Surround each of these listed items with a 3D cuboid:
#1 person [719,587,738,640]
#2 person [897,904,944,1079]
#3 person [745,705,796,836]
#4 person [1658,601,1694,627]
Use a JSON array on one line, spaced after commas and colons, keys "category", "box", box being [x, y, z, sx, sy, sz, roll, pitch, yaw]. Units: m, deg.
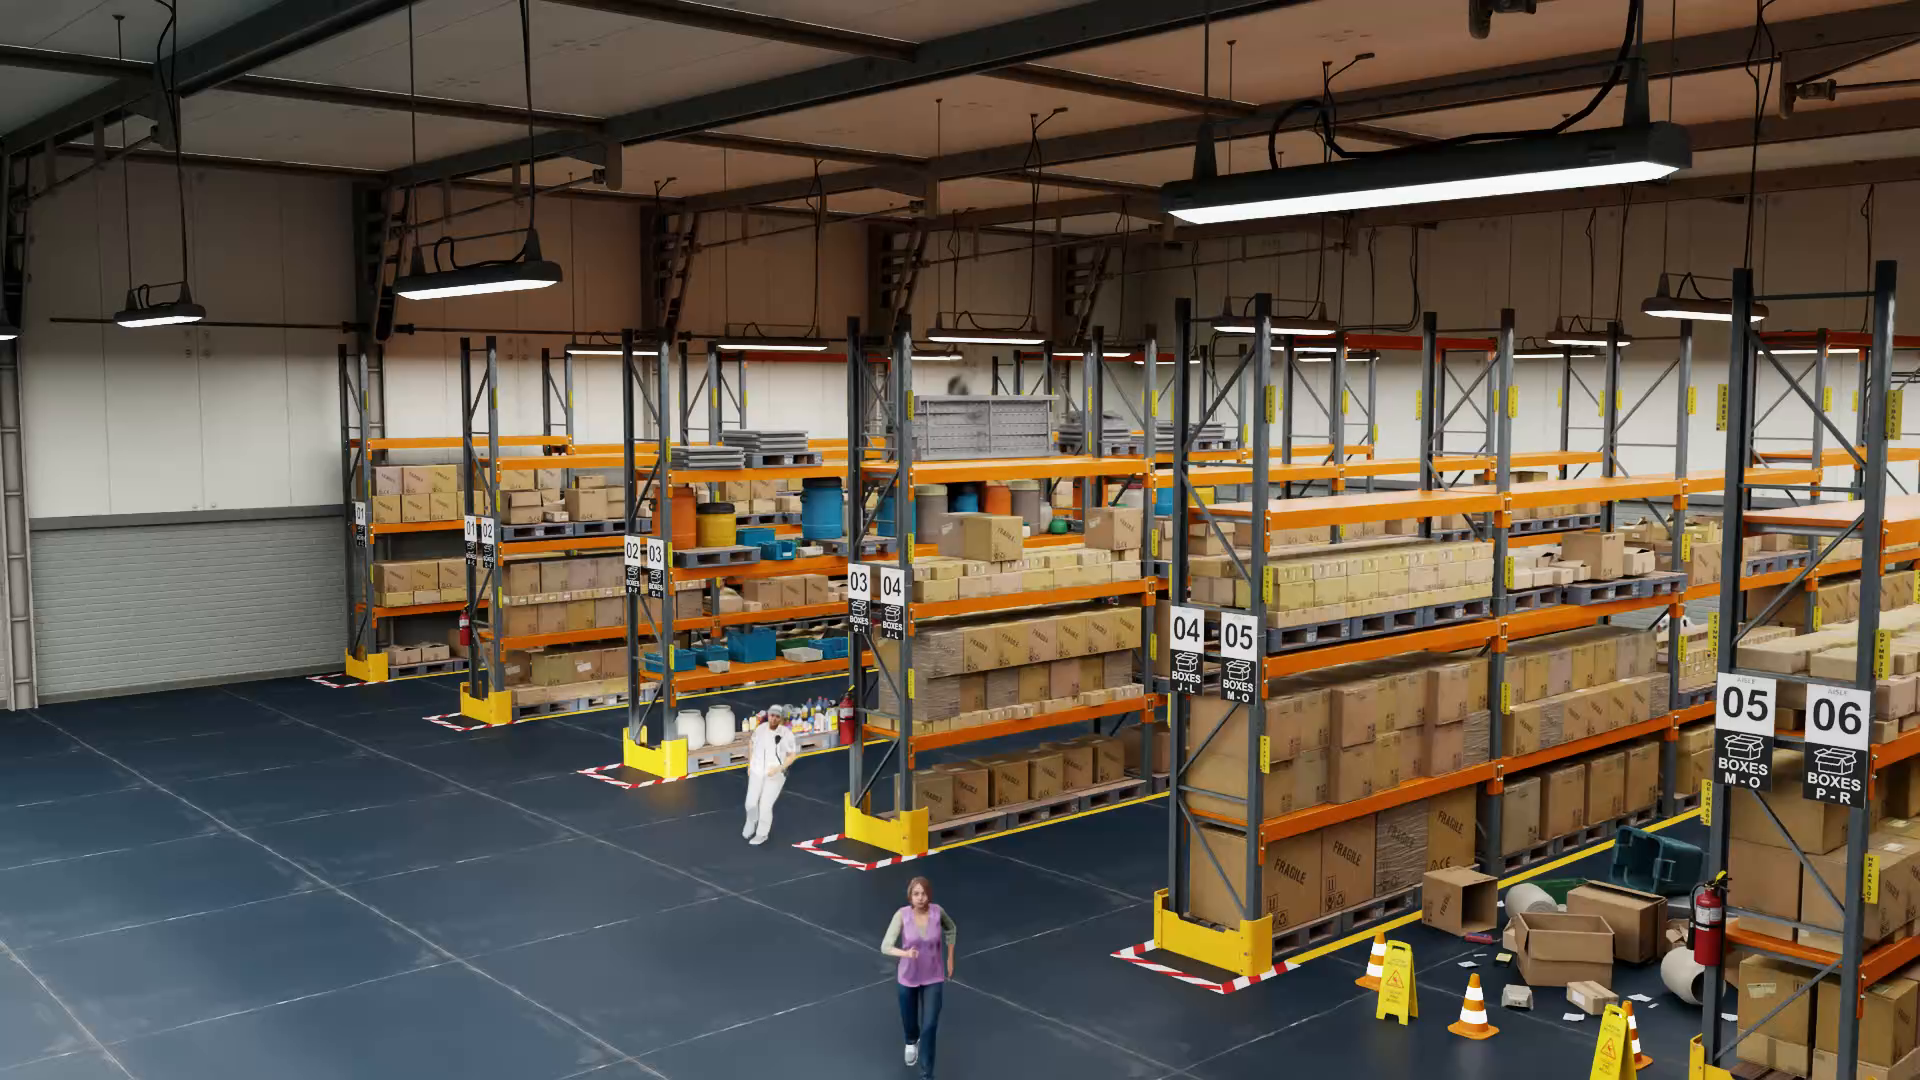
[{"category": "person", "box": [-4.546, 1.560, 31.816, 0.535, 1.317, 0.662, 5, 7, 44]}, {"category": "person", "box": [-0.290, 3.359, 12.266, 0.345, 1.377, 0.859, 0, 5, -4]}, {"category": "person", "box": [-2.172, 2.644, 18.928, 0.624, 1.540, 0.474, 1, 5, 10]}, {"category": "person", "box": [12.352, 1.407, 28.640, 0.604, 0.780, 0.325, 0, 5, 0]}]
